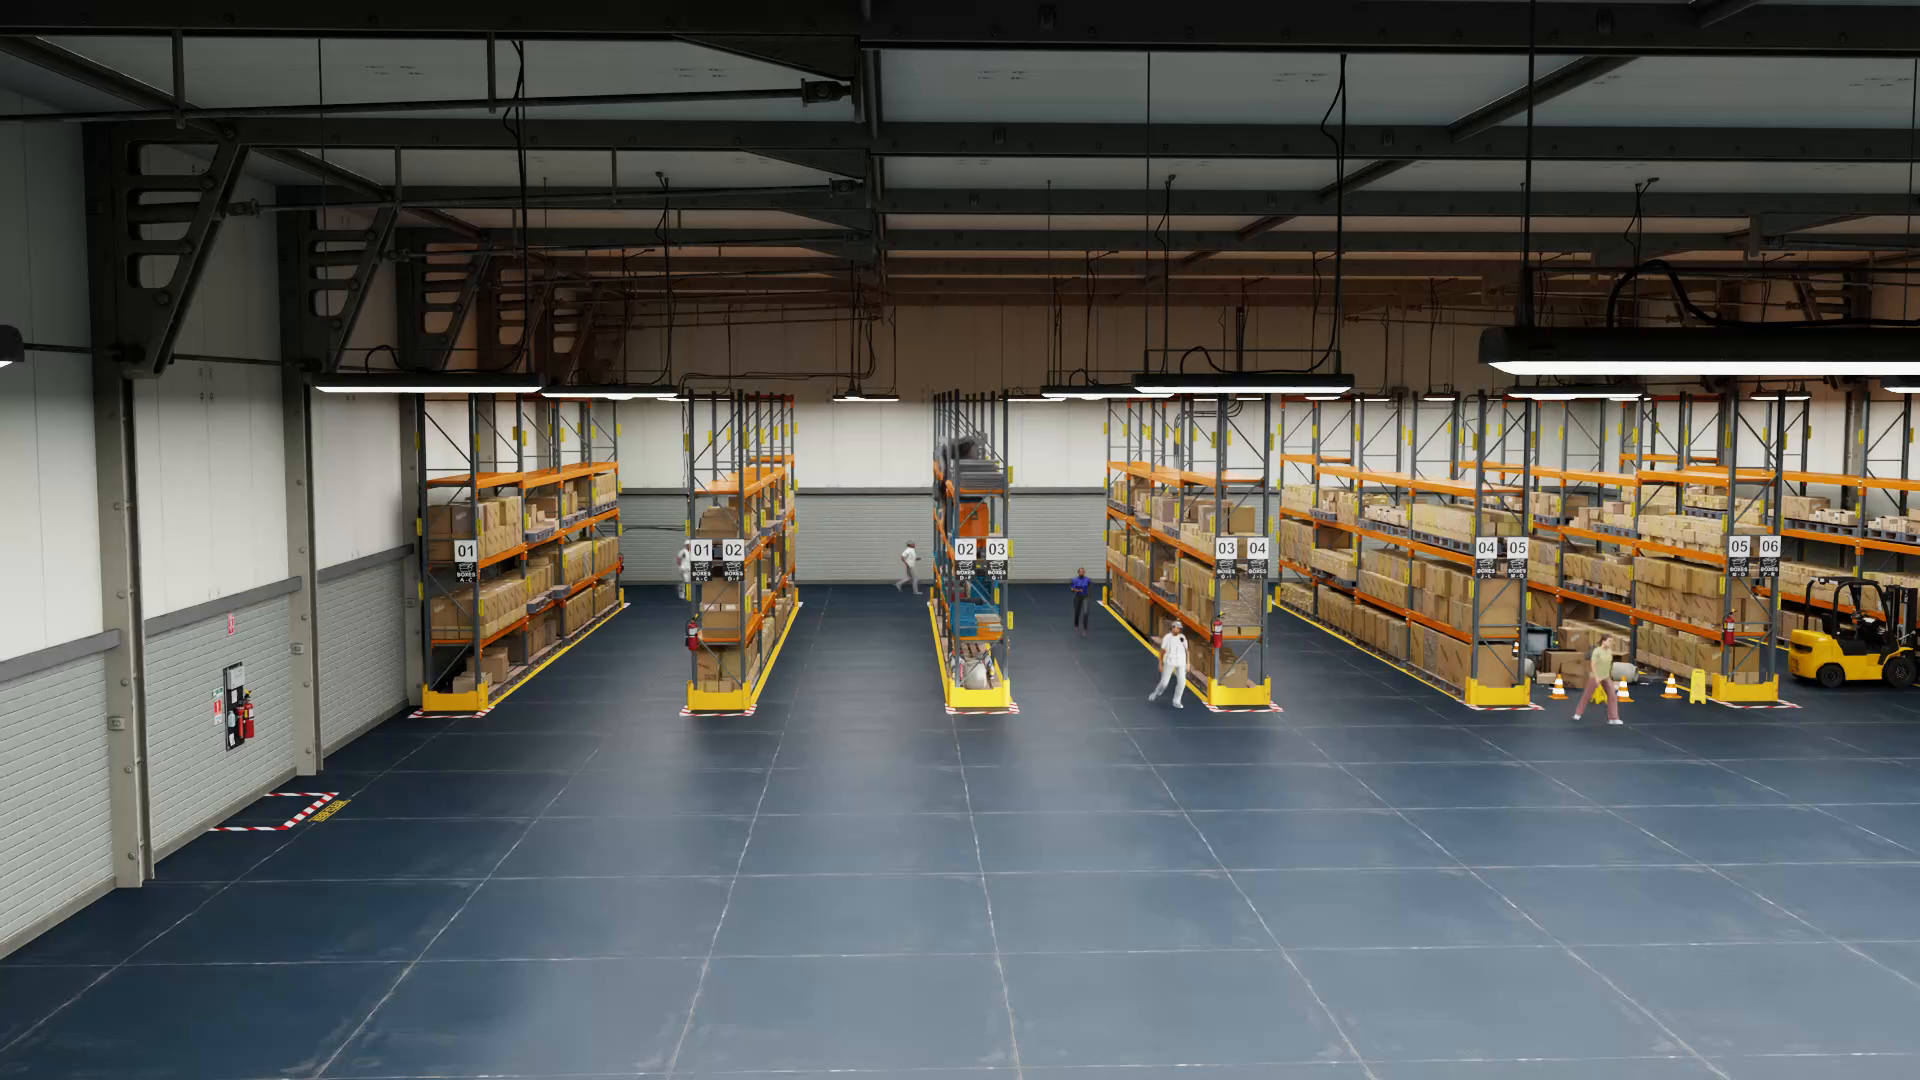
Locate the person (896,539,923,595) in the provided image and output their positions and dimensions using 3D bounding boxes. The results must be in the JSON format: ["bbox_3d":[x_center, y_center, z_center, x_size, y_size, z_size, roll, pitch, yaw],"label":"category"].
[{"bbox_3d":[-1.531,0.800,49.946,0.839,1.674,0.563,1,5,10],"label":"person"}]

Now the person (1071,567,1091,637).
[{"bbox_3d":[3.014,1.536,41.318,0.550,1.702,0.832,0,5,-4],"label":"person"}]

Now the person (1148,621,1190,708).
[{"bbox_3d":[3.953,2.334,31.448,0.697,1.631,0.604,-1,5,-8],"label":"person"}]

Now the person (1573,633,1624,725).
[{"bbox_3d":[11.466,2.476,29.833,0.640,1.618,0.864,-1,5,-17],"label":"person"}]

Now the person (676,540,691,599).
[{"bbox_3d":[-8.095,0.856,49.240,0.529,1.710,0.729,3,6,36],"label":"person"}]
